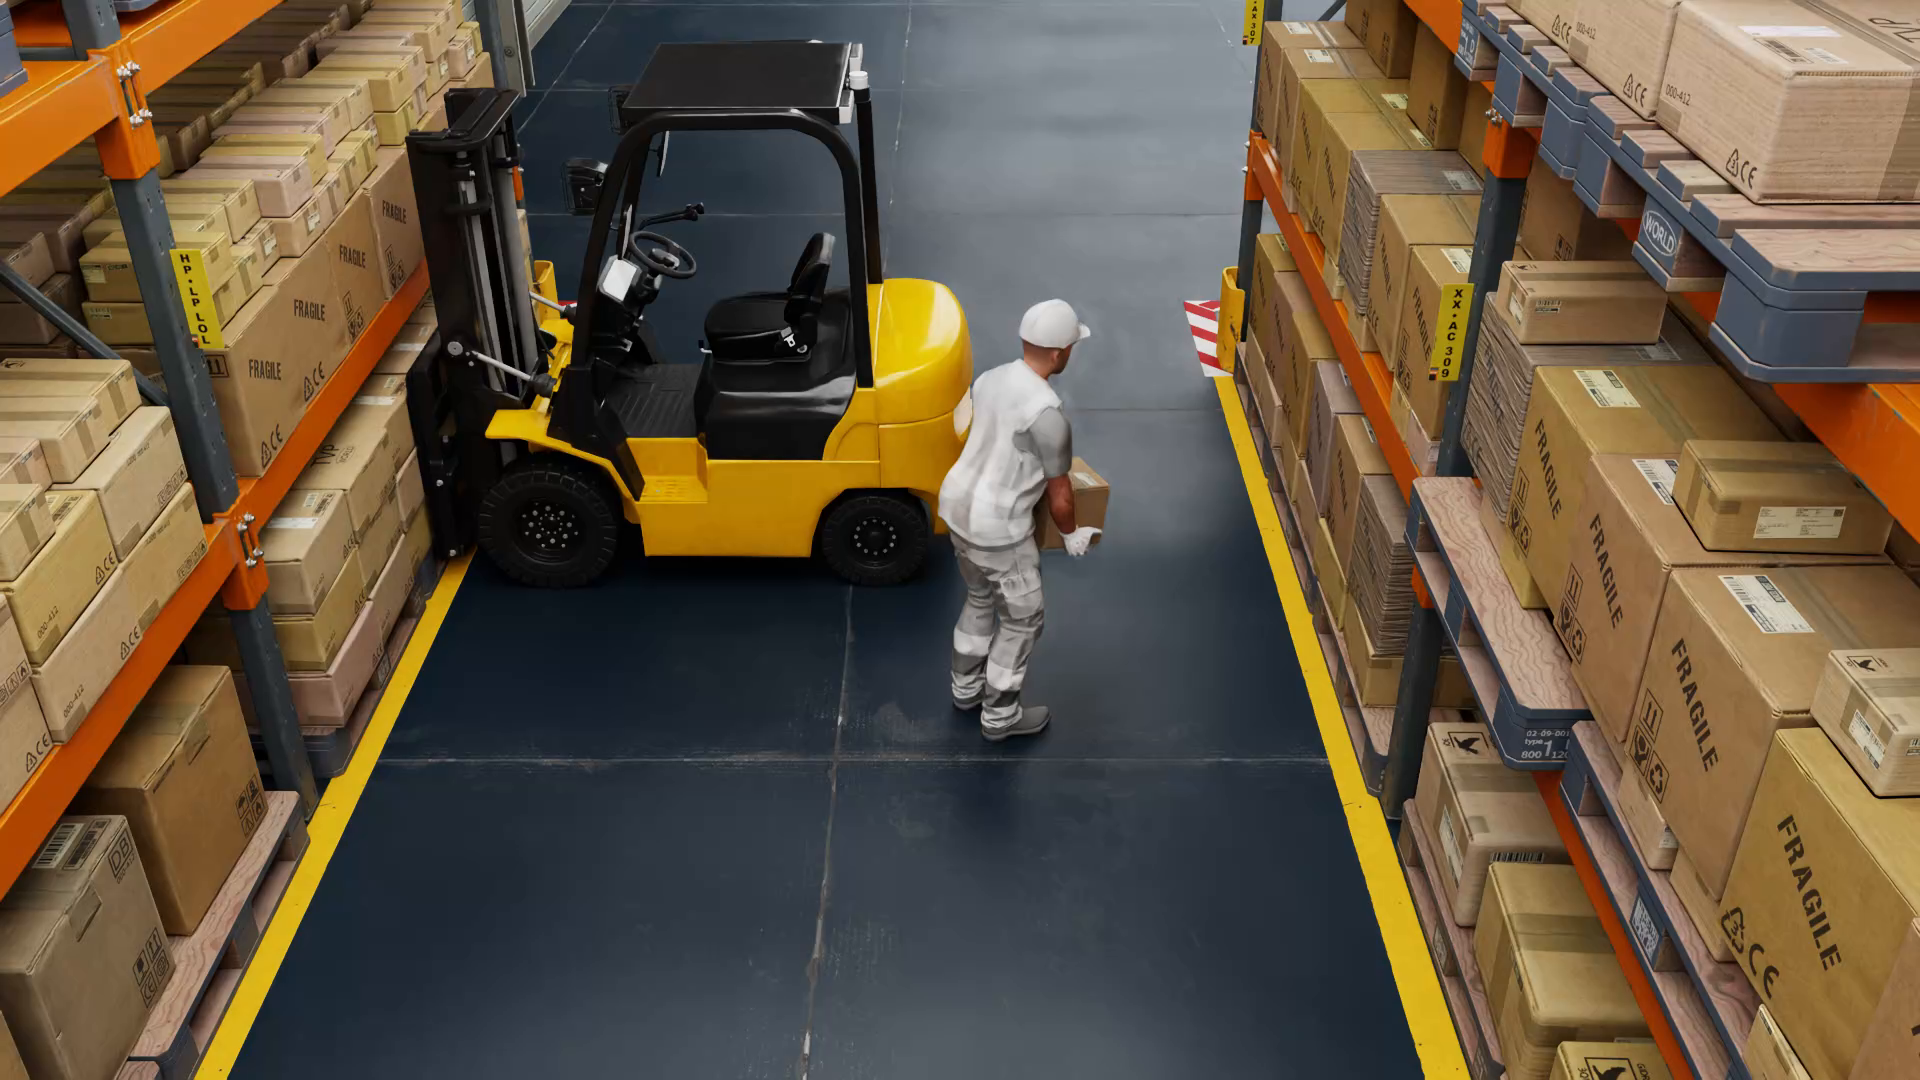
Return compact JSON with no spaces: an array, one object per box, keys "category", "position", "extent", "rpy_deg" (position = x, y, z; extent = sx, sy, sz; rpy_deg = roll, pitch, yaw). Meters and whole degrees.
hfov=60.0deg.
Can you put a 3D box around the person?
[{"category":"person","position":[0.222,-0.072,6.289],"extent":[0.609,1.726,0.490],"rpy_deg":[-17,35,-26]}]
